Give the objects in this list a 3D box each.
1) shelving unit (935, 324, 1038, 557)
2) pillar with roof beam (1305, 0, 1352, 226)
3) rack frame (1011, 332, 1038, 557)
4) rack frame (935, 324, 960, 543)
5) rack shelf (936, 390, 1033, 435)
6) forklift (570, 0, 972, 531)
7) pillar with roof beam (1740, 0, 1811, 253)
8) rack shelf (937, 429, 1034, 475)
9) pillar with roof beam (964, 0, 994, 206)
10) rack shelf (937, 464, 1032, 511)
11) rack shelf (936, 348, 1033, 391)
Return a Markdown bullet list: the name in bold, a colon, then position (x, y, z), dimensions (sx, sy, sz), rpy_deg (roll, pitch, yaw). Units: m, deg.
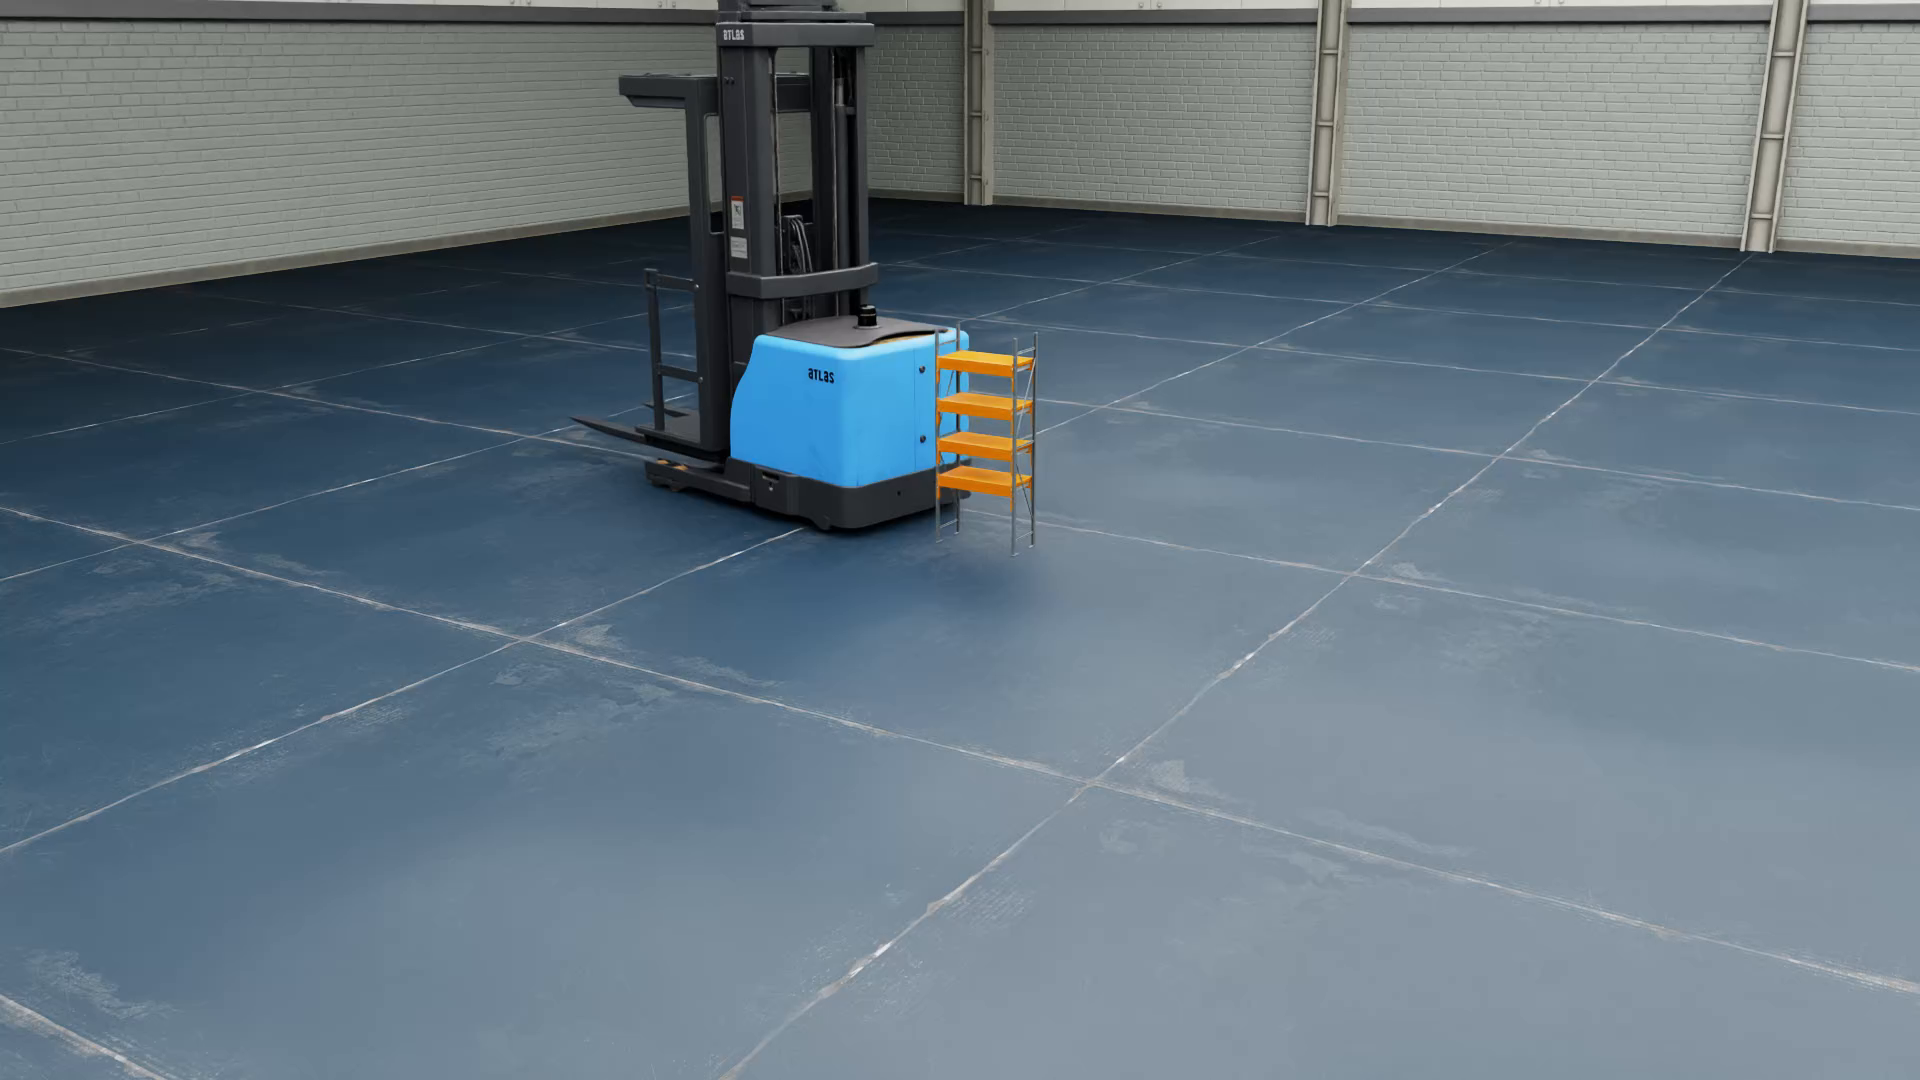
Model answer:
- **shelving unit**: position (0.141, -0.549, 9.124), dimensions (0.503, 1.200, 0.258), rpy_deg (10, 20, 30)
- **pillar with roof beam**: position (3.174, -7.977, 20.159), dimensions (0.400, 9.000, 9.100), rpy_deg (10, 20, 30)
- **rack frame**: position (0.349, -0.512, 9.002), dimensions (0.015, 1.200, 0.240), rpy_deg (10, 20, 30)
- **rack frame**: position (-0.067, -0.586, 9.246), dimensions (0.015, 1.200, 0.240), rpy_deg (10, 20, 30)
- **rack shelf**: position (0.141, -0.699, 9.078), dimensions (0.480, 0.148, 0.258), rpy_deg (10, 20, 30)
- **forklift**: position (-1.345, -1.798, 10.258), dimensions (3.031, 2.935, 1.130), rpy_deg (15, 23, 41)
- **pillar with roof beam**: position (8.287, -7.064, 17.155), dimensions (0.400, 9.000, 9.100), rpy_deg (10, 20, 30)
- **rack shelf**: position (0.141, -0.485, 9.143), dimensions (0.480, 0.148, 0.258), rpy_deg (10, 20, 30)
- **pillar with roof beam**: position (-1.938, -8.890, 23.164), dimensions (0.400, 9.000, 9.100), rpy_deg (10, 20, 30)
- **rack shelf**: position (0.141, -0.295, 9.201), dimensions (0.480, 0.148, 0.258), rpy_deg (10, 20, 30)
- **rack shelf**: position (0.141, -0.925, 9.010), dimensions (0.480, 0.148, 0.258), rpy_deg (10, 20, 30)
